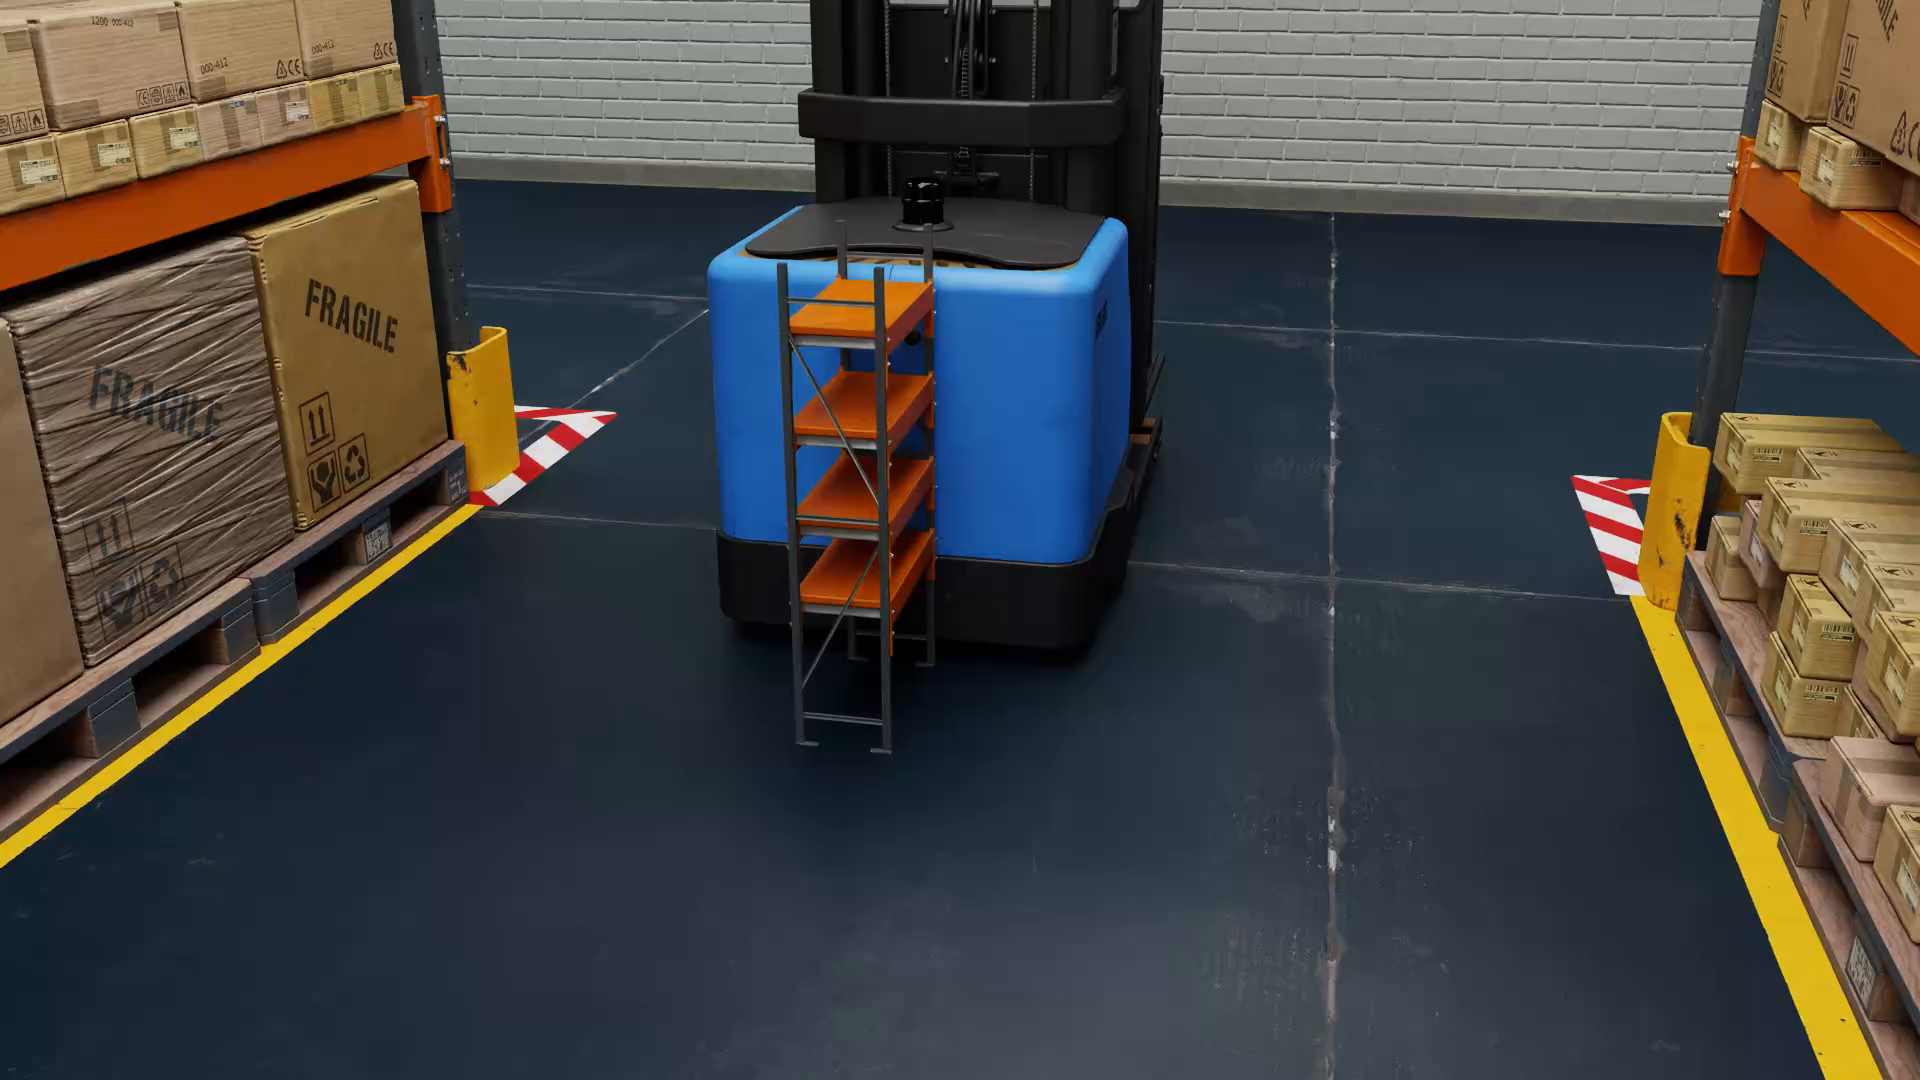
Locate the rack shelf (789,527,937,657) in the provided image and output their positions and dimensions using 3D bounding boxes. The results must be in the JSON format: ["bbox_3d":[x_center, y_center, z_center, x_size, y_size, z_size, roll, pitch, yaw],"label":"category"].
[{"bbox_3d":[-0.234,0.113,4.178,0.258,0.148,0.480,4,22,11],"label":"rack shelf"}]

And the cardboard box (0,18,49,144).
[{"bbox_3d":[-2.341,-0.958,3.520,0.500,0.250,0.500,4,22,11],"label":"cardboard box"}]

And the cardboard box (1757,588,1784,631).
[{"bbox_3d":[2.249,0.162,4.189,0.380,0.149,0.250,4,22,11],"label":"cardboard box"}]

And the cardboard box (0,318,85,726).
[{"bbox_3d":[-2.612,0.040,3.521,0.875,0.875,0.875,4,22,11],"label":"cardboard box"}]

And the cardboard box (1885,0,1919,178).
[{"bbox_3d":[2.084,-0.900,3.040,0.500,0.500,0.500,5,22,12],"label":"cardboard box"}]

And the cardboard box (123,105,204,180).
[{"bbox_3d":[-2.149,-1.004,4.167,0.380,0.149,0.250,4,22,10],"label":"cardboard box"}]

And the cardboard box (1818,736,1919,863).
[{"bbox_3d":[1.951,0.524,3.291,0.380,0.149,0.250,3,22,8],"label":"cardboard box"}]

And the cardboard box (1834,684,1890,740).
[{"bbox_3d":[2.087,0.439,3.501,0.380,0.149,0.250,5,22,11],"label":"cardboard box"}]

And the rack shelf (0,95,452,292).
[{"bbox_3d":[-2.600,-0.584,3.752,1.077,0.370,4.000,4,22,11],"label":"rack shelf"}]

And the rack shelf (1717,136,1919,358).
[{"bbox_3d":[2.235,-0.169,2.722,1.077,0.370,4.000,4,22,11],"label":"rack shelf"}]

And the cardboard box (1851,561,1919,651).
[{"bbox_3d":[2.053,0.173,3.366,0.380,0.149,0.250,5,23,13],"label":"cardboard box"}]

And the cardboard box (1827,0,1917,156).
[{"bbox_3d":[2.196,-1.078,3.483,0.500,0.500,0.500,5,22,11],"label":"cardboard box"}]

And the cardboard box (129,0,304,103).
[{"bbox_3d":[-2.135,-1.335,4.456,0.500,0.250,0.500,4,22,10],"label":"cardboard box"}]

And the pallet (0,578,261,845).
[{"bbox_3d":[-2.530,0.387,4.109,1.003,0.211,1.213,4,22,11],"label":"pallet"}]

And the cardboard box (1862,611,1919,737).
[{"bbox_3d":[1.954,0.266,3.136,0.380,0.149,0.250,5,22,12],"label":"cardboard box"}]

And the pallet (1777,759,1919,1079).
[{"bbox_3d":[2.176,0.826,3.020,1.003,0.211,1.213,4,22,11],"label":"pallet"}]

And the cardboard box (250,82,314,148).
[{"bbox_3d":[-2.046,-1.190,4.630,0.380,0.149,0.250,5,22,11],"label":"cardboard box"}]

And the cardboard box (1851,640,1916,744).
[{"bbox_3d":[2.090,0.309,3.426,0.380,0.149,0.250,3,22,8],"label":"cardboard box"}]

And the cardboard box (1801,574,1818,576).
[{"bbox_3d":[2.210,0.119,3.898,0.380,0.149,0.250,5,22,12],"label":"cardboard box"}]

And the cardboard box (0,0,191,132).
[{"bbox_3d":[-2.239,-1.149,3.993,0.500,0.250,0.500,4,22,9],"label":"cardboard box"}]

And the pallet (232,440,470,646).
[{"bbox_3d":[-2.279,-0.058,5.214,1.003,0.211,1.213,4,22,11],"label":"pallet"}]

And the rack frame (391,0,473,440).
[{"bbox_3d":[-2.192,-1.649,5.434,1.000,3.000,0.127,4,22,11],"label":"rack frame"}]

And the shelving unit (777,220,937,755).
[{"bbox_3d":[-0.234,-0.133,4.078,0.258,1.200,0.503,4,22,11],"label":"shelving unit"}]

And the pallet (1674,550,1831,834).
[{"bbox_3d":[2.427,0.381,4.124,1.003,0.211,1.213,4,22,11],"label":"pallet"}]

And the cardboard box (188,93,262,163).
[{"bbox_3d":[-2.098,-1.099,4.403,0.380,0.149,0.250,5,22,12],"label":"cardboard box"}]

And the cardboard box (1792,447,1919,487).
[{"bbox_3d":[2.265,-0.107,4.062,0.380,0.149,0.250,5,22,12],"label":"cardboard box"}]

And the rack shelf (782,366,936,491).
[{"bbox_3d":[-0.234,-0.278,4.020,0.258,0.148,0.480,4,22,11],"label":"rack shelf"}]

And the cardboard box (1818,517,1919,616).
[{"bbox_3d":[2.118,0.072,3.616,0.380,0.149,0.250,3,22,8],"label":"cardboard box"}]

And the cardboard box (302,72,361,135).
[{"bbox_3d":[-1.994,-1.282,4.859,0.380,0.149,0.250,5,22,11],"label":"cardboard box"}]

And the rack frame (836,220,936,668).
[{"bbox_3d":[-0.185,-0.223,4.300,0.240,1.200,0.015,4,22,11],"label":"rack frame"}]

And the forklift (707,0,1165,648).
[{"bbox_3d":[0.127,-1.589,5.375,1.130,2.935,3.031,4,22,11],"label":"forklift"}]

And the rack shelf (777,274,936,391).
[{"bbox_3d":[-0.234,-0.498,3.932,0.258,0.148,0.480,4,22,11],"label":"rack shelf"}]

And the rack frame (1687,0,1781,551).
[{"bbox_3d":[2.643,-1.234,4.403,1.000,3.000,0.127,4,22,11],"label":"rack frame"}]

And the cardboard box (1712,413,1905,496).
[{"bbox_3d":[2.203,-0.217,4.335,0.380,0.149,0.250,3,22,8],"label":"cardboard box"}]

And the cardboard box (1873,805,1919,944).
[{"bbox_3d":[1.920,0.627,3.035,0.380,0.149,0.250,4,22,11],"label":"cardboard box"}]

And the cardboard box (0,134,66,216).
[{"bbox_3d":[-2.255,-0.819,3.707,0.380,0.149,0.250,5,22,12],"label":"cardboard box"}]

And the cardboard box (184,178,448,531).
[{"bbox_3d":[-2.244,-0.618,5.156,0.875,0.875,0.875,4,22,11],"label":"cardboard box"}]

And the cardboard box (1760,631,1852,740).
[{"bbox_3d":[2.046,0.339,3.751,0.380,0.149,0.250,5,22,12],"label":"cardboard box"}]

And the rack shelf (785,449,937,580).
[{"bbox_3d":[-0.234,-0.071,4.104,0.258,0.148,0.480,4,22,11],"label":"rack shelf"}]

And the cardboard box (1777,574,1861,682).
[{"bbox_3d":[2.052,0.205,3.685,0.380,0.149,0.250,5,23,13],"label":"cardboard box"}]

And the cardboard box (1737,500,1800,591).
[{"bbox_3d":[2.173,0.023,4.137,0.380,0.149,0.250,4,22,11],"label":"cardboard box"}]

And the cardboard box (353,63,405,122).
[{"bbox_3d":[-1.942,-1.378,5.095,0.380,0.149,0.250,5,22,12],"label":"cardboard box"}]

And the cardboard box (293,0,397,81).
[{"bbox_3d":[-2.031,-1.520,4.916,0.500,0.250,0.500,4,22,10],"label":"cardboard box"}]

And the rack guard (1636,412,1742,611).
[{"bbox_3d":[2.627,-0.047,4.801,1.175,0.500,0.348,4,22,11],"label":"rack guard"}]

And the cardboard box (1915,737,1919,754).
[{"bbox_3d":[2.076,0.412,3.172,0.380,0.149,0.250,6,23,14],"label":"cardboard box"}]

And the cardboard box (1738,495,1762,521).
[{"bbox_3d":[2.285,-0.073,4.375,0.380,0.149,0.250,5,23,13],"label":"cardboard box"}]

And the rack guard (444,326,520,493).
[{"bbox_3d":[-2.187,-0.499,5.923,1.175,0.500,0.348,4,22,11],"label":"rack guard"}]

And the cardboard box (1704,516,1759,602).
[{"bbox_3d":[2.223,0.060,4.442,0.380,0.149,0.250,5,22,12],"label":"cardboard box"}]

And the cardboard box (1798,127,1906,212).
[{"bbox_3d":[2.137,-0.834,3.745,0.380,0.149,0.250,4,22,9],"label":"cardboard box"}]

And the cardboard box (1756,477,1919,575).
[{"bbox_3d":[2.088,-0.025,3.857,0.380,0.149,0.250,4,22,11],"label":"cardboard box"}]

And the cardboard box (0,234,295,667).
[{"bbox_3d":[-2.430,-0.286,4.330,0.875,0.875,0.875,4,22,11],"label":"cardboard box"}]

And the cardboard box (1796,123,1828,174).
[{"bbox_3d":[2.244,-0.928,3.979,0.380,0.149,0.250,5,23,13],"label":"cardboard box"}]

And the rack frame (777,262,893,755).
[{"bbox_3d":[-0.284,-0.044,3.857,0.240,1.200,0.015,4,22,11],"label":"rack frame"}]

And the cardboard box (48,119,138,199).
[{"bbox_3d":[-2.202,-0.909,3.932,0.380,0.149,0.250,5,22,11],"label":"cardboard box"}]

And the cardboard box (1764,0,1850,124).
[{"bbox_3d":[2.281,-1.276,3.974,0.500,0.500,0.500,6,23,13],"label":"cardboard box"}]

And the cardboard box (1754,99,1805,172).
[{"bbox_3d":[2.256,-1.024,4.218,0.380,0.149,0.250,4,22,10],"label":"cardboard box"}]

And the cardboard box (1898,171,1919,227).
[{"bbox_3d":[2.218,-0.729,3.484,0.380,0.149,0.250,6,23,13],"label":"cardboard box"}]
